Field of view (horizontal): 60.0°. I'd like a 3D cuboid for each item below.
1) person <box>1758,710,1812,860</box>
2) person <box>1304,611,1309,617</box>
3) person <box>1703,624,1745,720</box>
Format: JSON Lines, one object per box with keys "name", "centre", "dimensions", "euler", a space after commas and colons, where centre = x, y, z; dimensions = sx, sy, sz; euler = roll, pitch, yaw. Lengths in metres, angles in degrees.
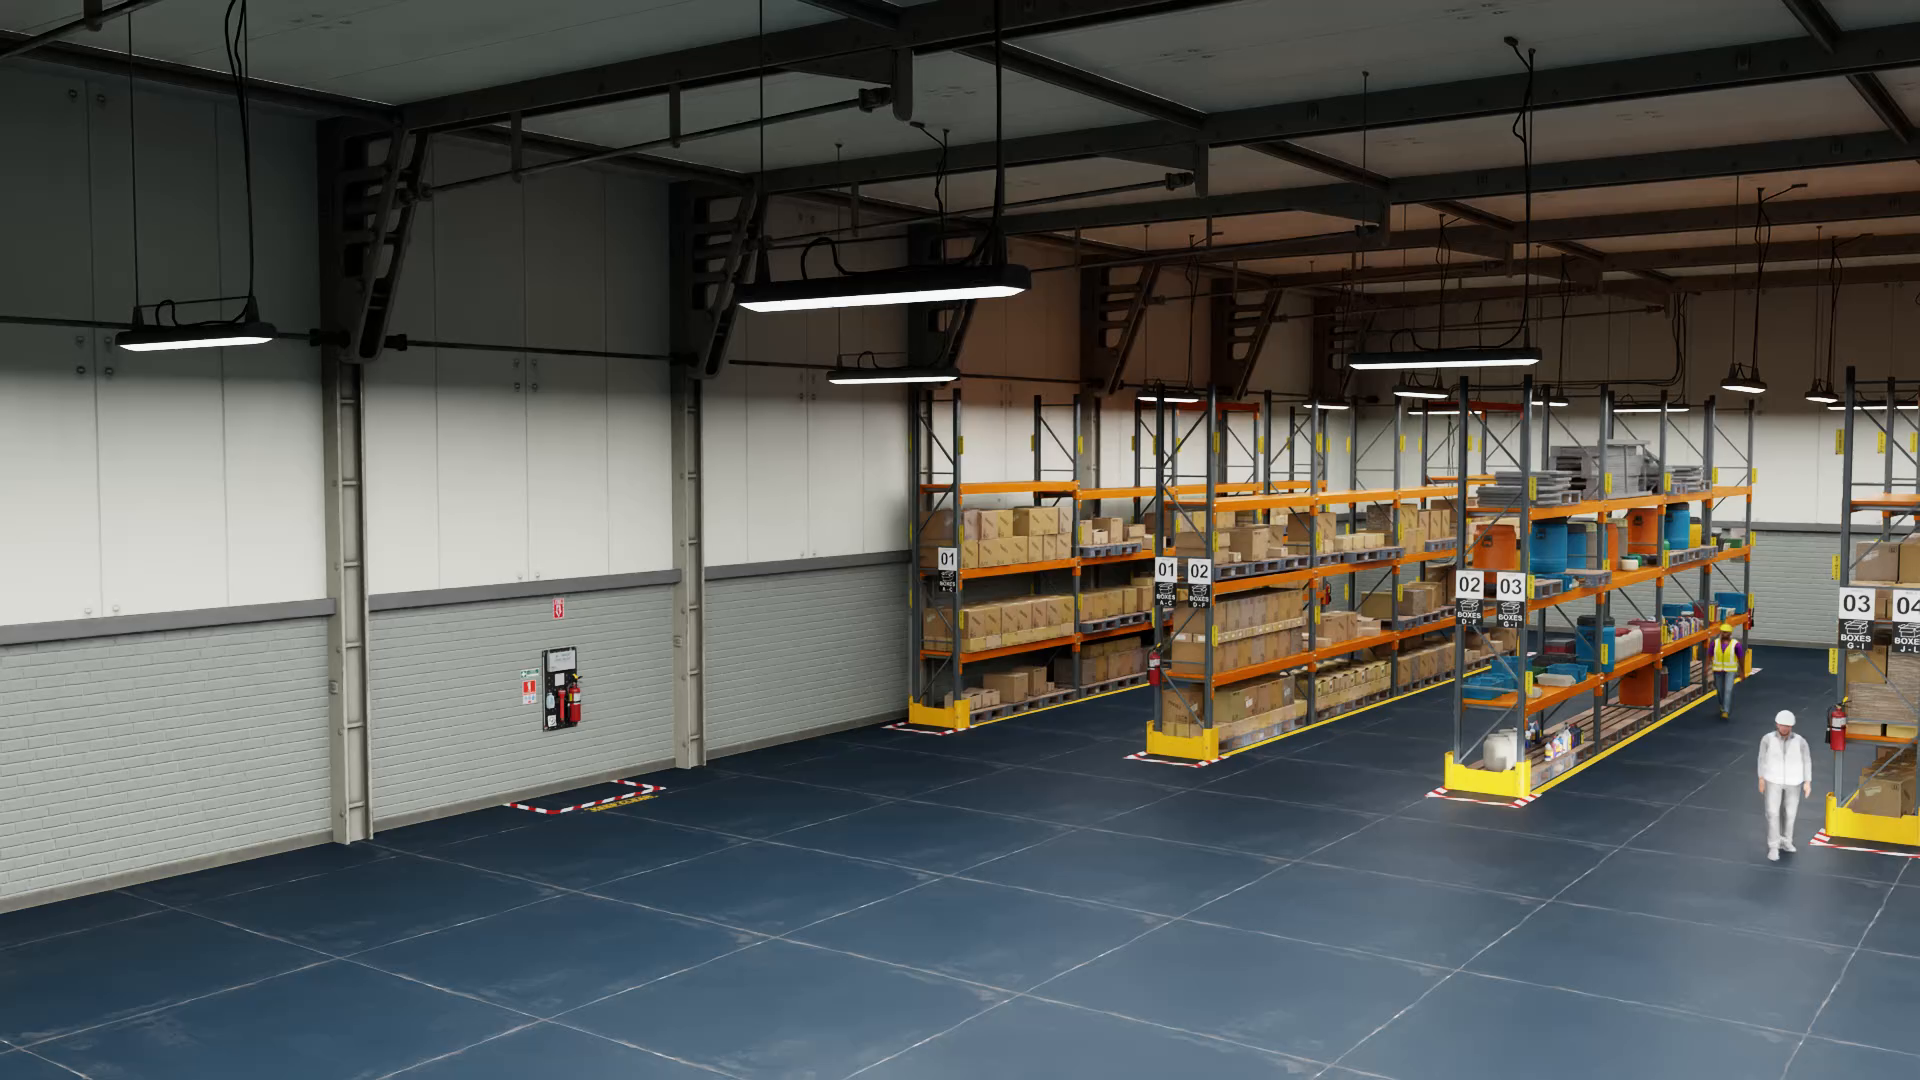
{"name": "person", "centre": [10.064, 2.970, 20.300], "dimensions": [0.584, 1.796, 0.658], "euler": [1, 4, 22]}
{"name": "person", "centre": [4.648, 2.295, 33.881], "dimensions": [2.906, 1.515, 6.367], "euler": [3, 5, 45]}
{"name": "person", "centre": [14.033, 2.400, 30.531], "dimensions": [0.679, 1.714, 1.093], "euler": [2, 4, 32]}
